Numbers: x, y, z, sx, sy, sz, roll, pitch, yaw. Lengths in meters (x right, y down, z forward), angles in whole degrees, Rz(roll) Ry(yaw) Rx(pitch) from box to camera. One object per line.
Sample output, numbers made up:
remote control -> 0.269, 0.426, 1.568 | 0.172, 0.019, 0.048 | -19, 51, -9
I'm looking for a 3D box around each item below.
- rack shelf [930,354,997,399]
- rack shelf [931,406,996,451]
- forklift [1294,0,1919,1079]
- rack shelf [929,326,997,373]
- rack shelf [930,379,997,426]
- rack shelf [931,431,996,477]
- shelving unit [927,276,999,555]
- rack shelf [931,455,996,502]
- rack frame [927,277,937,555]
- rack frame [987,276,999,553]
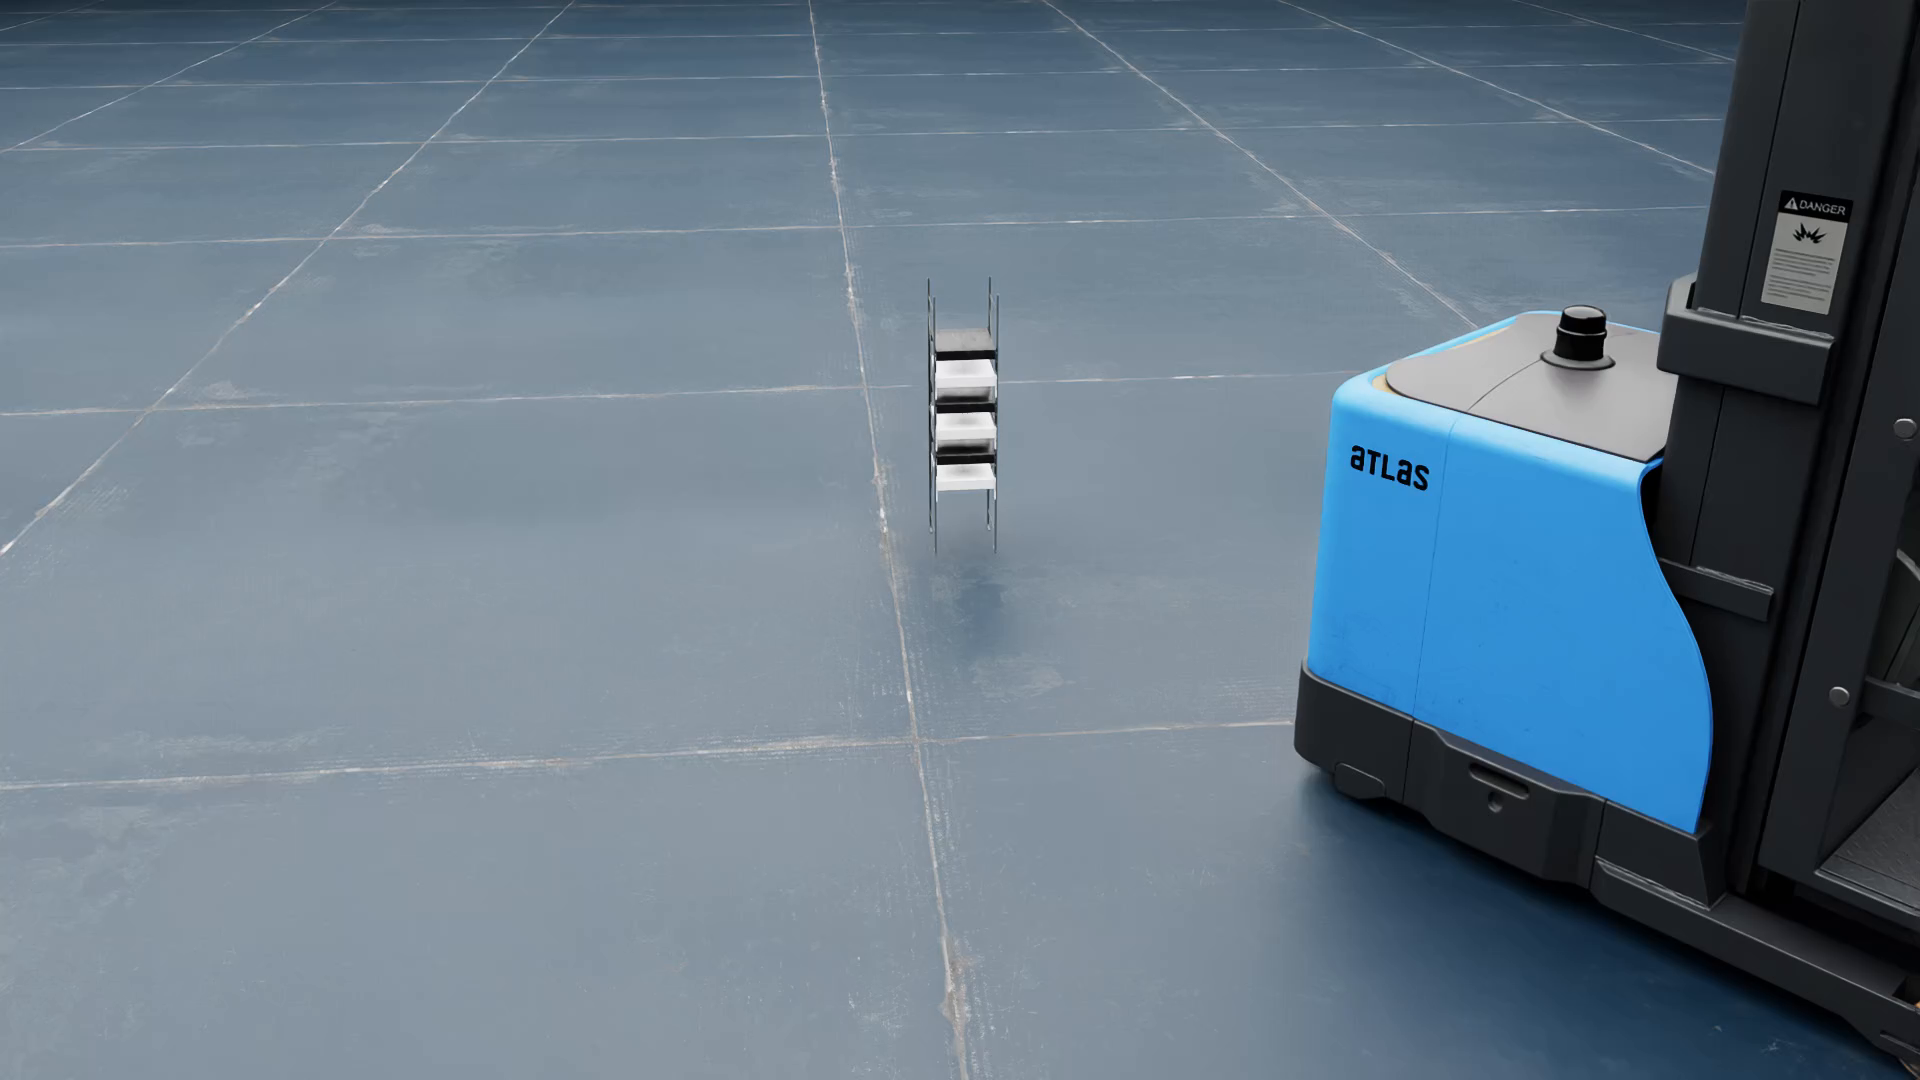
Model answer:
rack shelf -> 0.008, -0.546, 5.508 | 0.200, 0.077, 0.258 | -2, 24, -5
rack shelf -> 0.008, -0.381, 5.581 | 0.200, 0.077, 0.258 | -2, 24, -5
forklift -> 2.254, -0.433, 3.115 | 1.130, 2.935, 3.031 | -21, 32, -39
rack shelf -> 0.008, -0.628, 5.472 | 0.200, 0.077, 0.258 | -2, 24, -5
rack shelf -> 0.008, -0.463, 5.545 | 0.200, 0.077, 0.258 | -2, 24, -5
rack shelf -> 0.008, -0.299, 5.618 | 0.200, 0.077, 0.258 | -2, 24, -5
shelving unit -> 0.008, -0.412, 5.568 | 0.210, 0.900, 0.258 | -2, 24, -5
rack shelf -> 0.008, -0.217, 5.655 | 0.200, 0.077, 0.258 | -2, 24, -5
rack frame -> -0.093, -0.407, 5.559 | 0.006, 0.900, 0.240 | -2, 24, -5
rack frame -> 0.109, -0.416, 5.577 | 0.006, 0.900, 0.240 | -2, 24, -5
